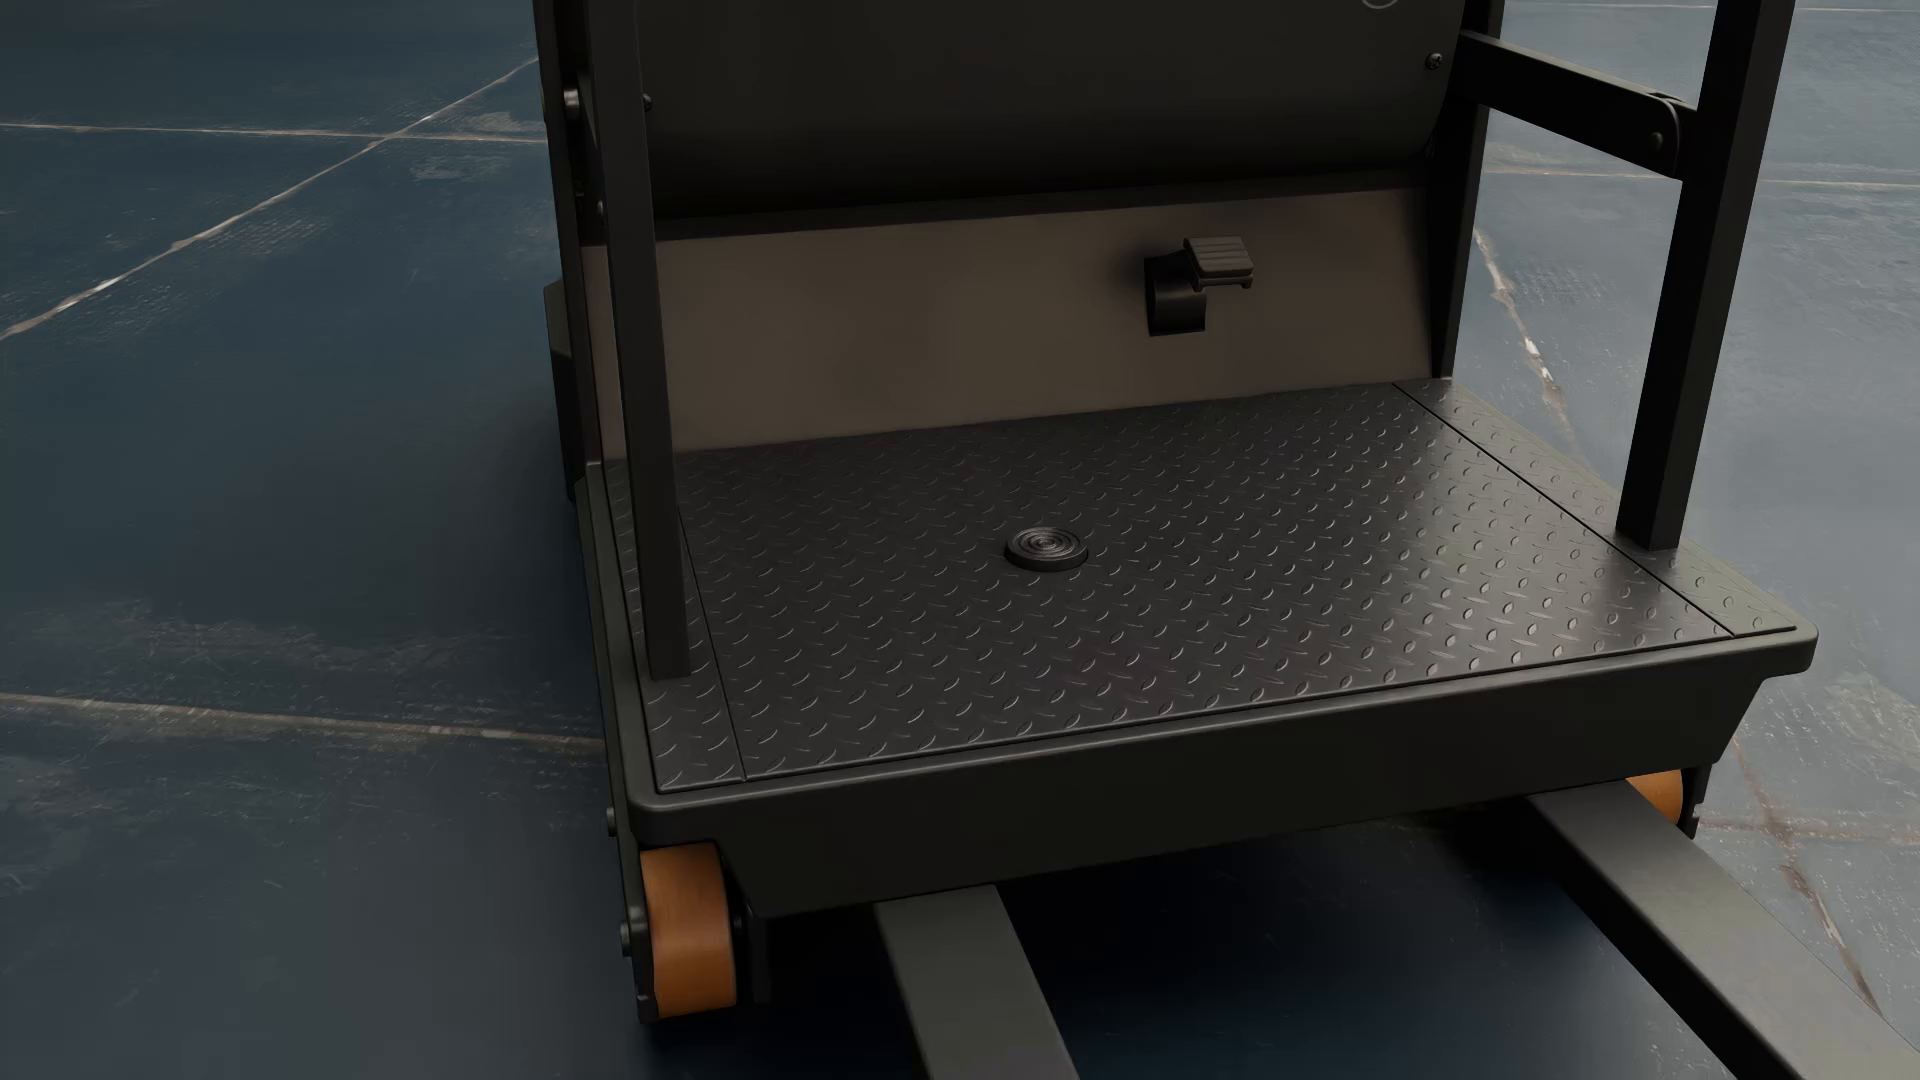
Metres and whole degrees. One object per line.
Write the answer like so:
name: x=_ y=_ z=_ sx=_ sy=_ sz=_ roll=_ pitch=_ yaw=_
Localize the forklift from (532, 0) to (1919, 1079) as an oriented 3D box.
forklift: x=0.153 y=-1.049 z=1.319 sx=1.130 sy=2.935 sz=3.031 roll=-7 pitch=27 yaw=-13
